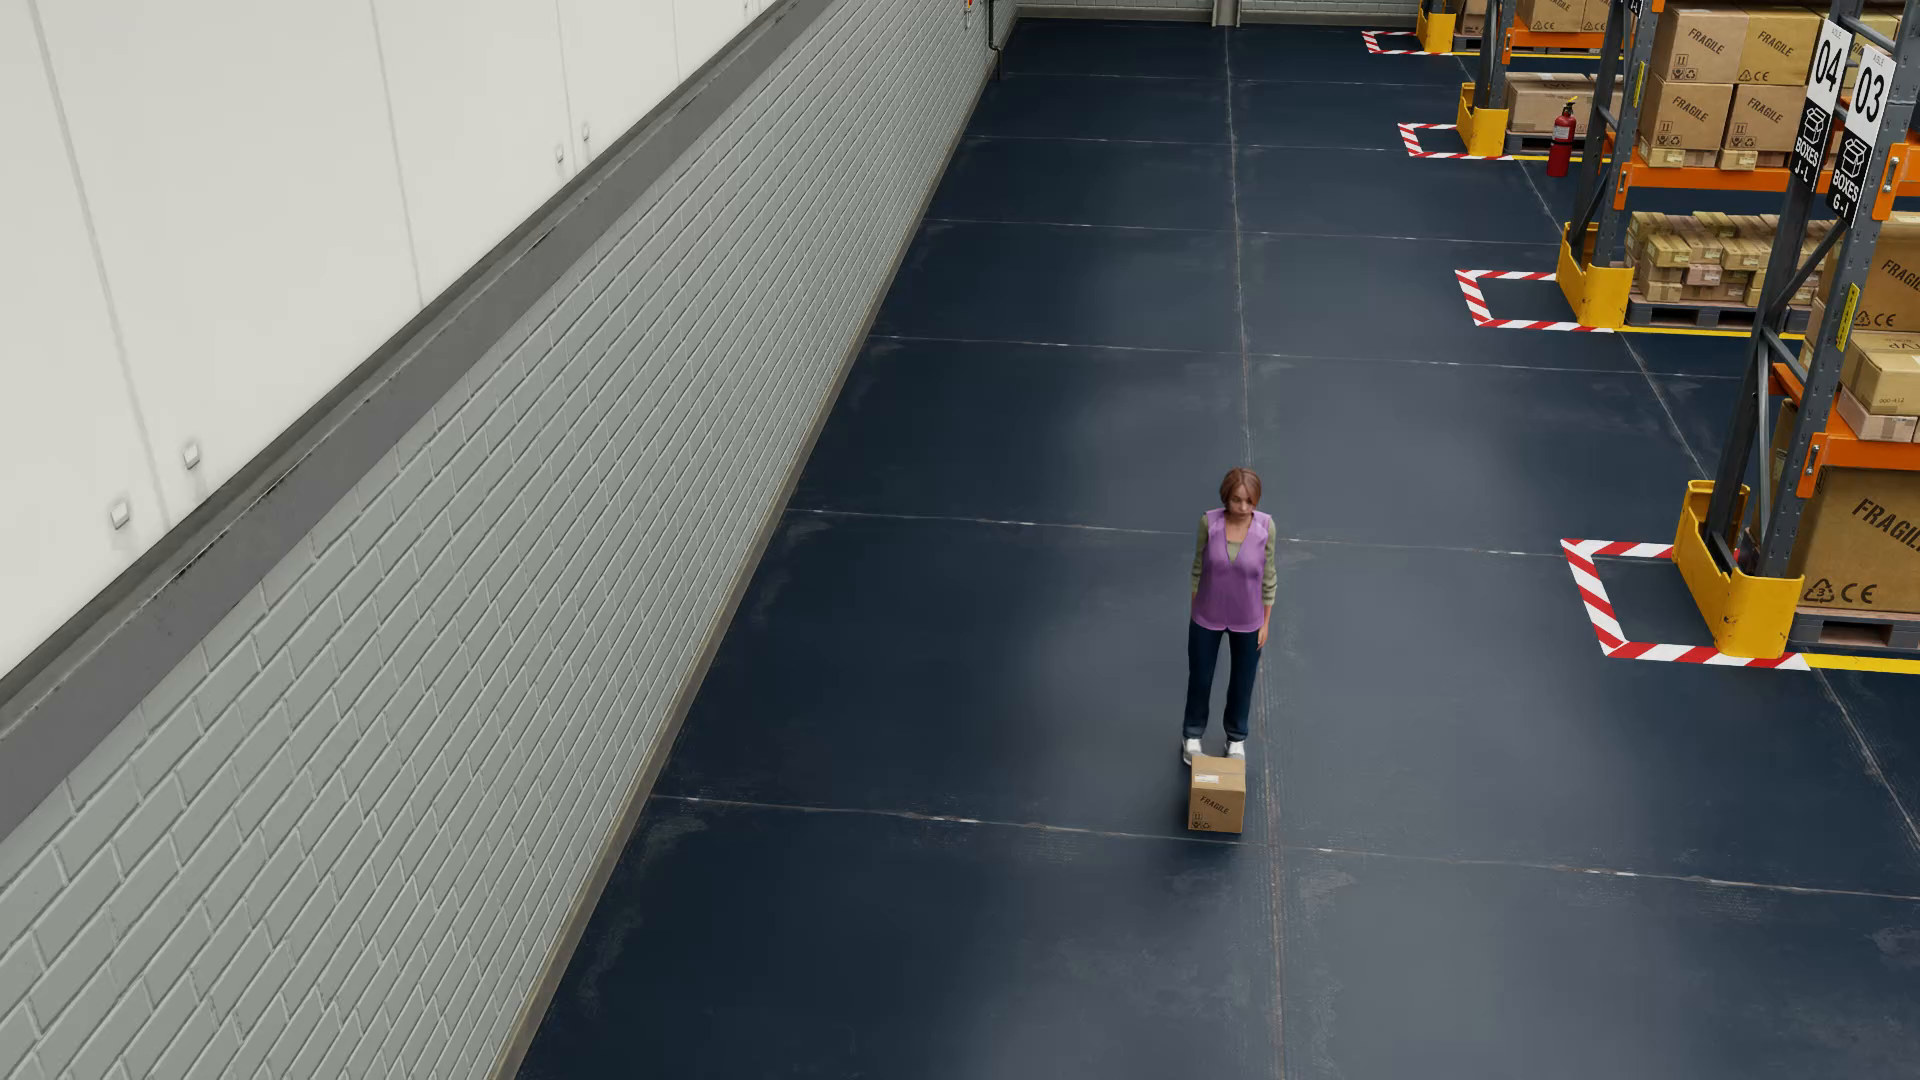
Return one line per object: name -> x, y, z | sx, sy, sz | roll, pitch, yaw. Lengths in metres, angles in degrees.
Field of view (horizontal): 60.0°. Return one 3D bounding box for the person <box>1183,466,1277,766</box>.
person -> 1.290, 0.382, 7.938 | 0.405, 1.597, 0.307 | 4, 29, 7
